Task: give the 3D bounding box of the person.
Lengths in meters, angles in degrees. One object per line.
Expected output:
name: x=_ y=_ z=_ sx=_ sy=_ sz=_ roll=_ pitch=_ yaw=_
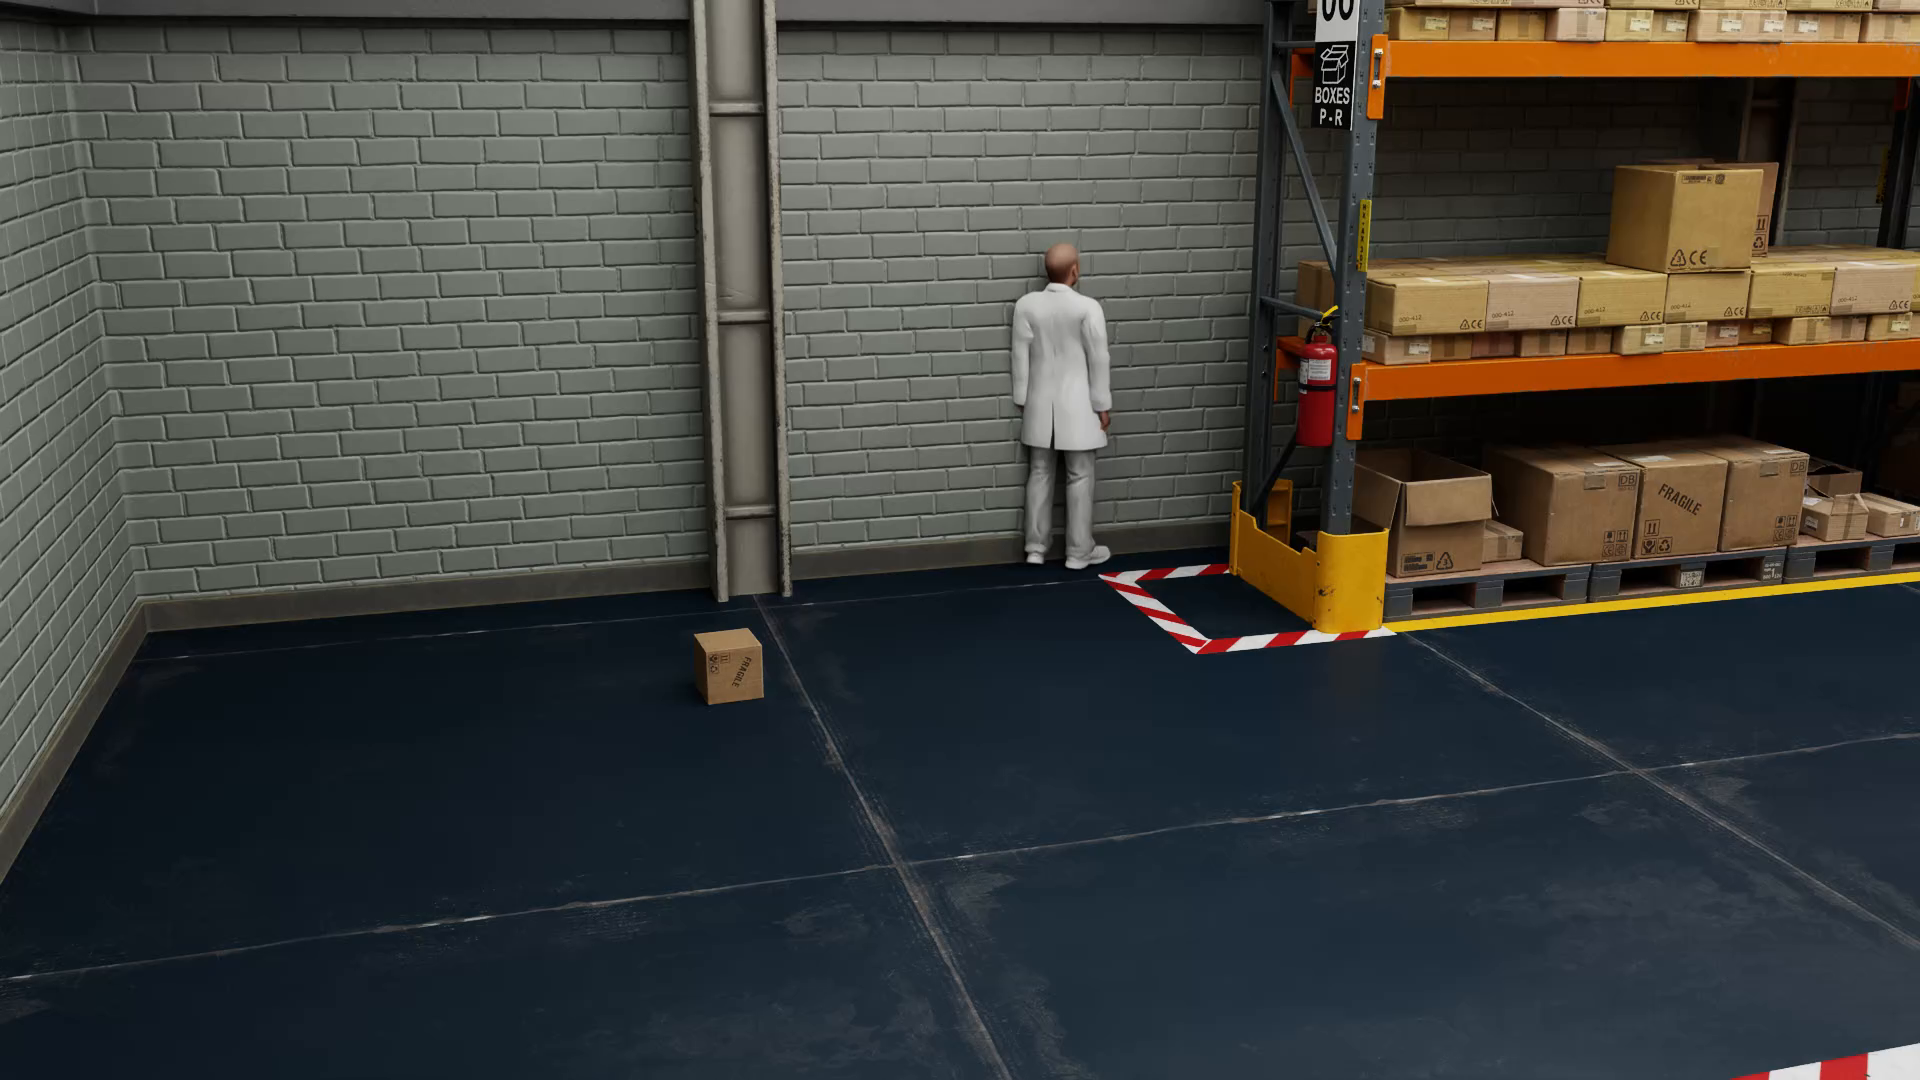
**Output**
person: x=0.581 y=-0.728 z=9.138 sx=0.571 sy=1.807 sz=0.404 roll=8 pitch=17 yaw=25
